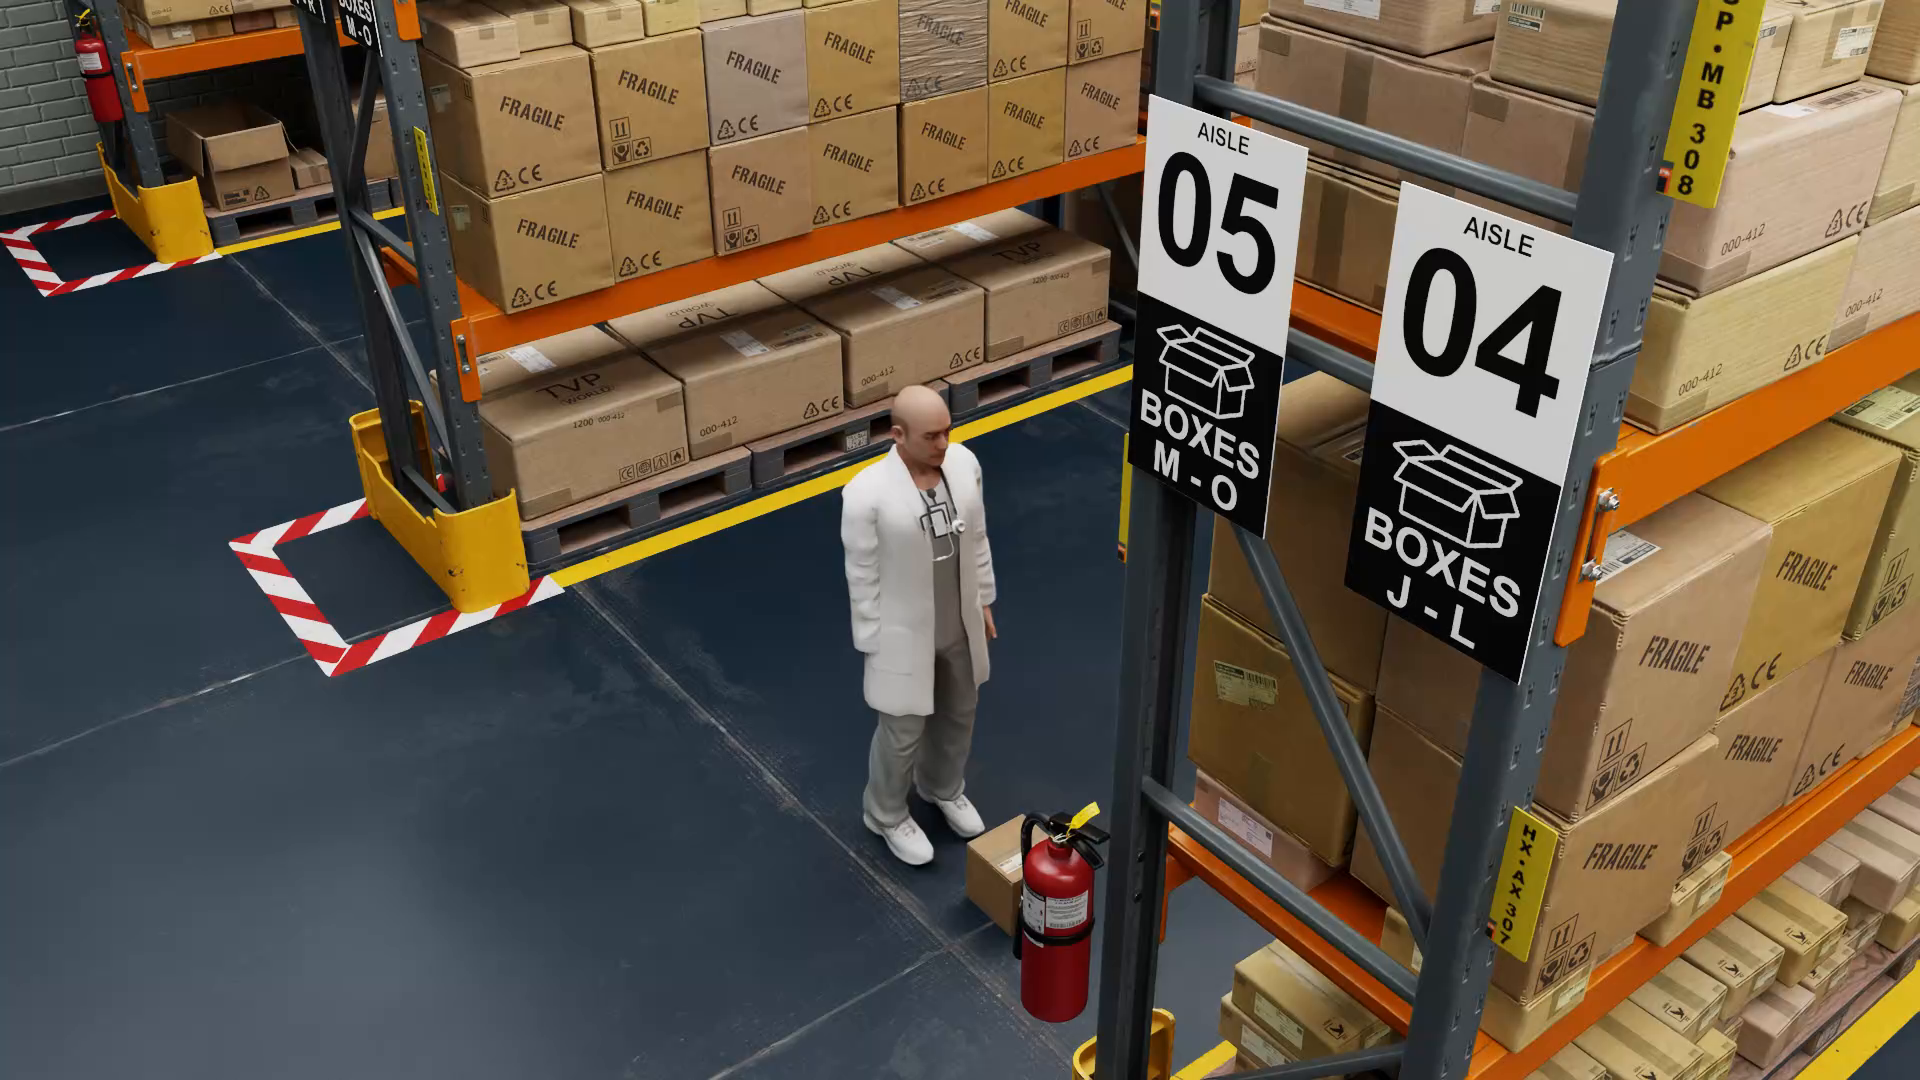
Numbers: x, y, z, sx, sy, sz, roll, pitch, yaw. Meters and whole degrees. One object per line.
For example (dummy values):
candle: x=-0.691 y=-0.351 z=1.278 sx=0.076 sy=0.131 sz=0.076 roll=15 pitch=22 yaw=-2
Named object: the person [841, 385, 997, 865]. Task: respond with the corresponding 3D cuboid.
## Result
person: x=8.378 y=0.713 z=5.003 sx=13.256 sy=1.777 sz=11.766 roll=-21 pitch=38 yaw=-30
